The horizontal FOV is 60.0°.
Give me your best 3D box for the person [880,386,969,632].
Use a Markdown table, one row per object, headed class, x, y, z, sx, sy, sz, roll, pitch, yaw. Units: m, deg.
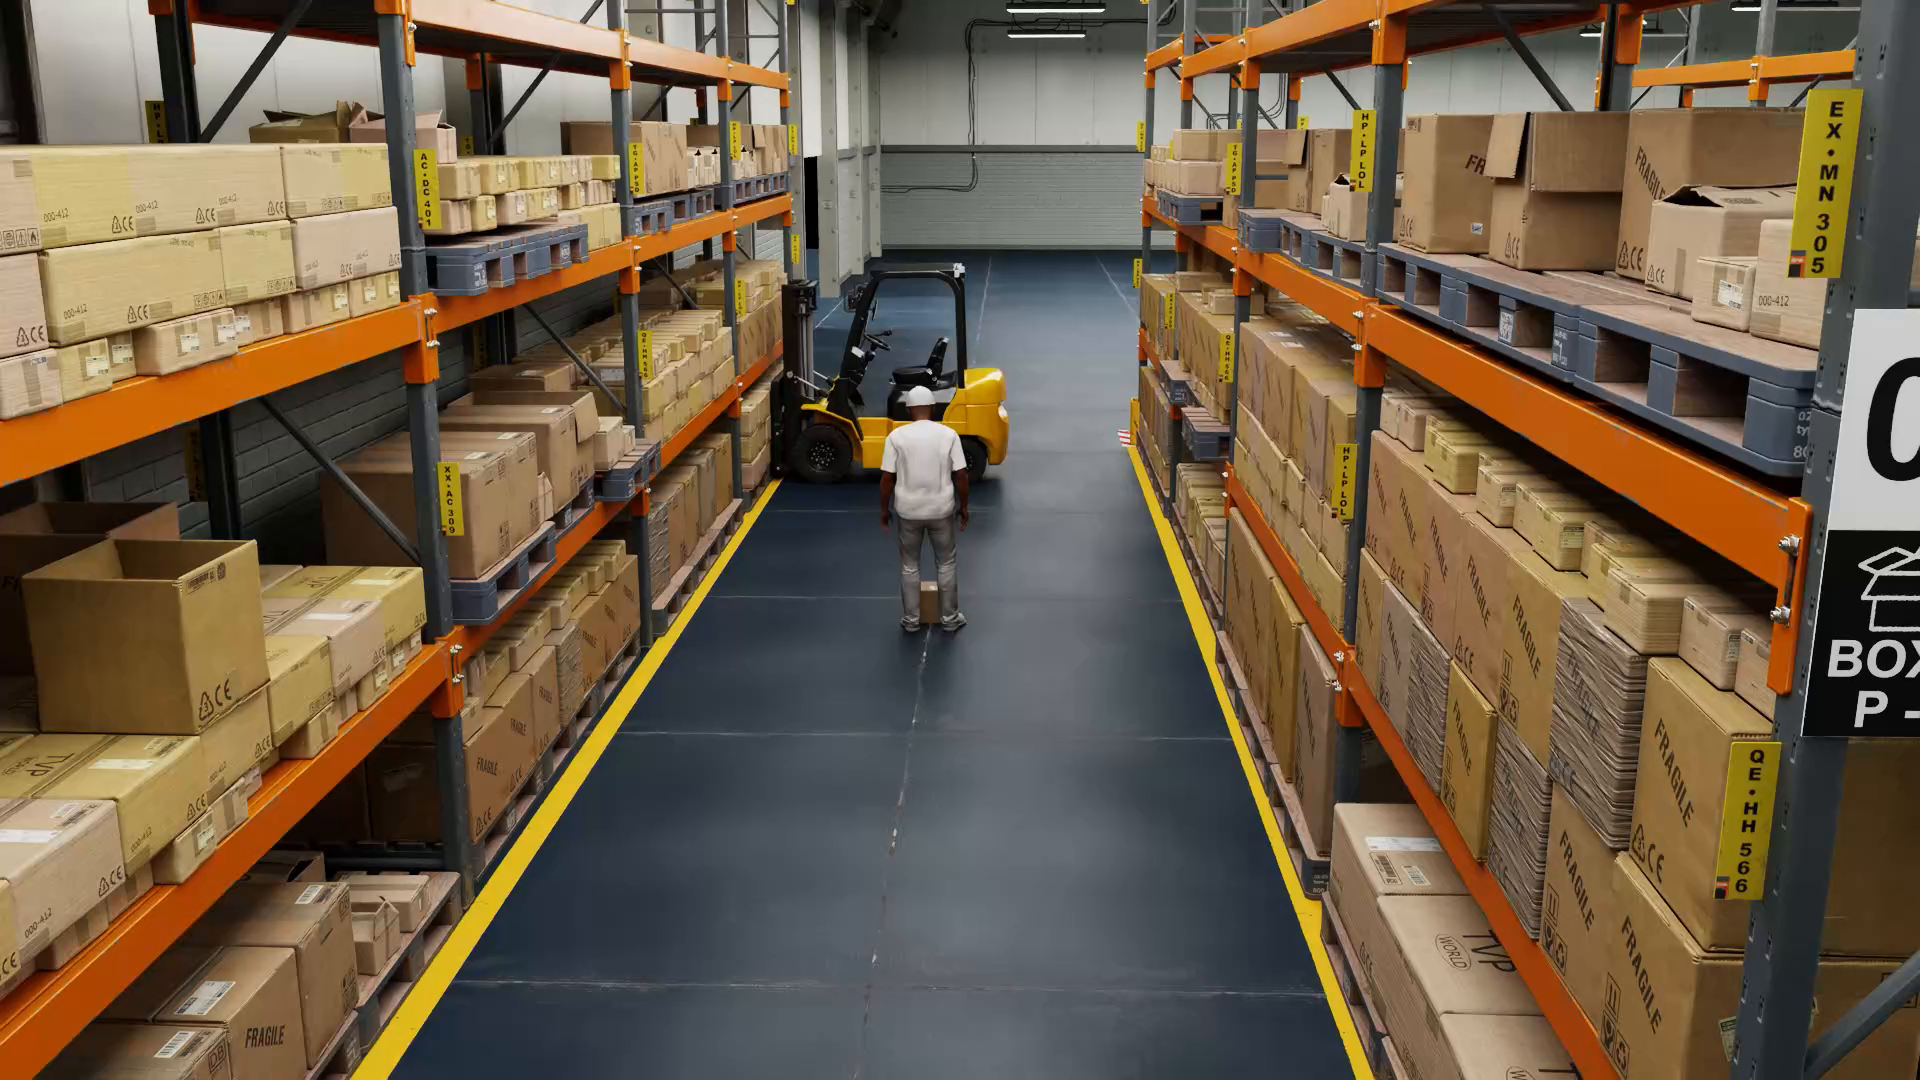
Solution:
| class | x | y | z | sx | sy | sz | roll | pitch | yaw |
| --- | --- | --- | --- | --- | --- | --- | --- | --- | --- |
| person | -0.253 | -0.219 | 11.853 | 0.634 | 1.760 | 0.459 | 0 | 14 | -2 |
